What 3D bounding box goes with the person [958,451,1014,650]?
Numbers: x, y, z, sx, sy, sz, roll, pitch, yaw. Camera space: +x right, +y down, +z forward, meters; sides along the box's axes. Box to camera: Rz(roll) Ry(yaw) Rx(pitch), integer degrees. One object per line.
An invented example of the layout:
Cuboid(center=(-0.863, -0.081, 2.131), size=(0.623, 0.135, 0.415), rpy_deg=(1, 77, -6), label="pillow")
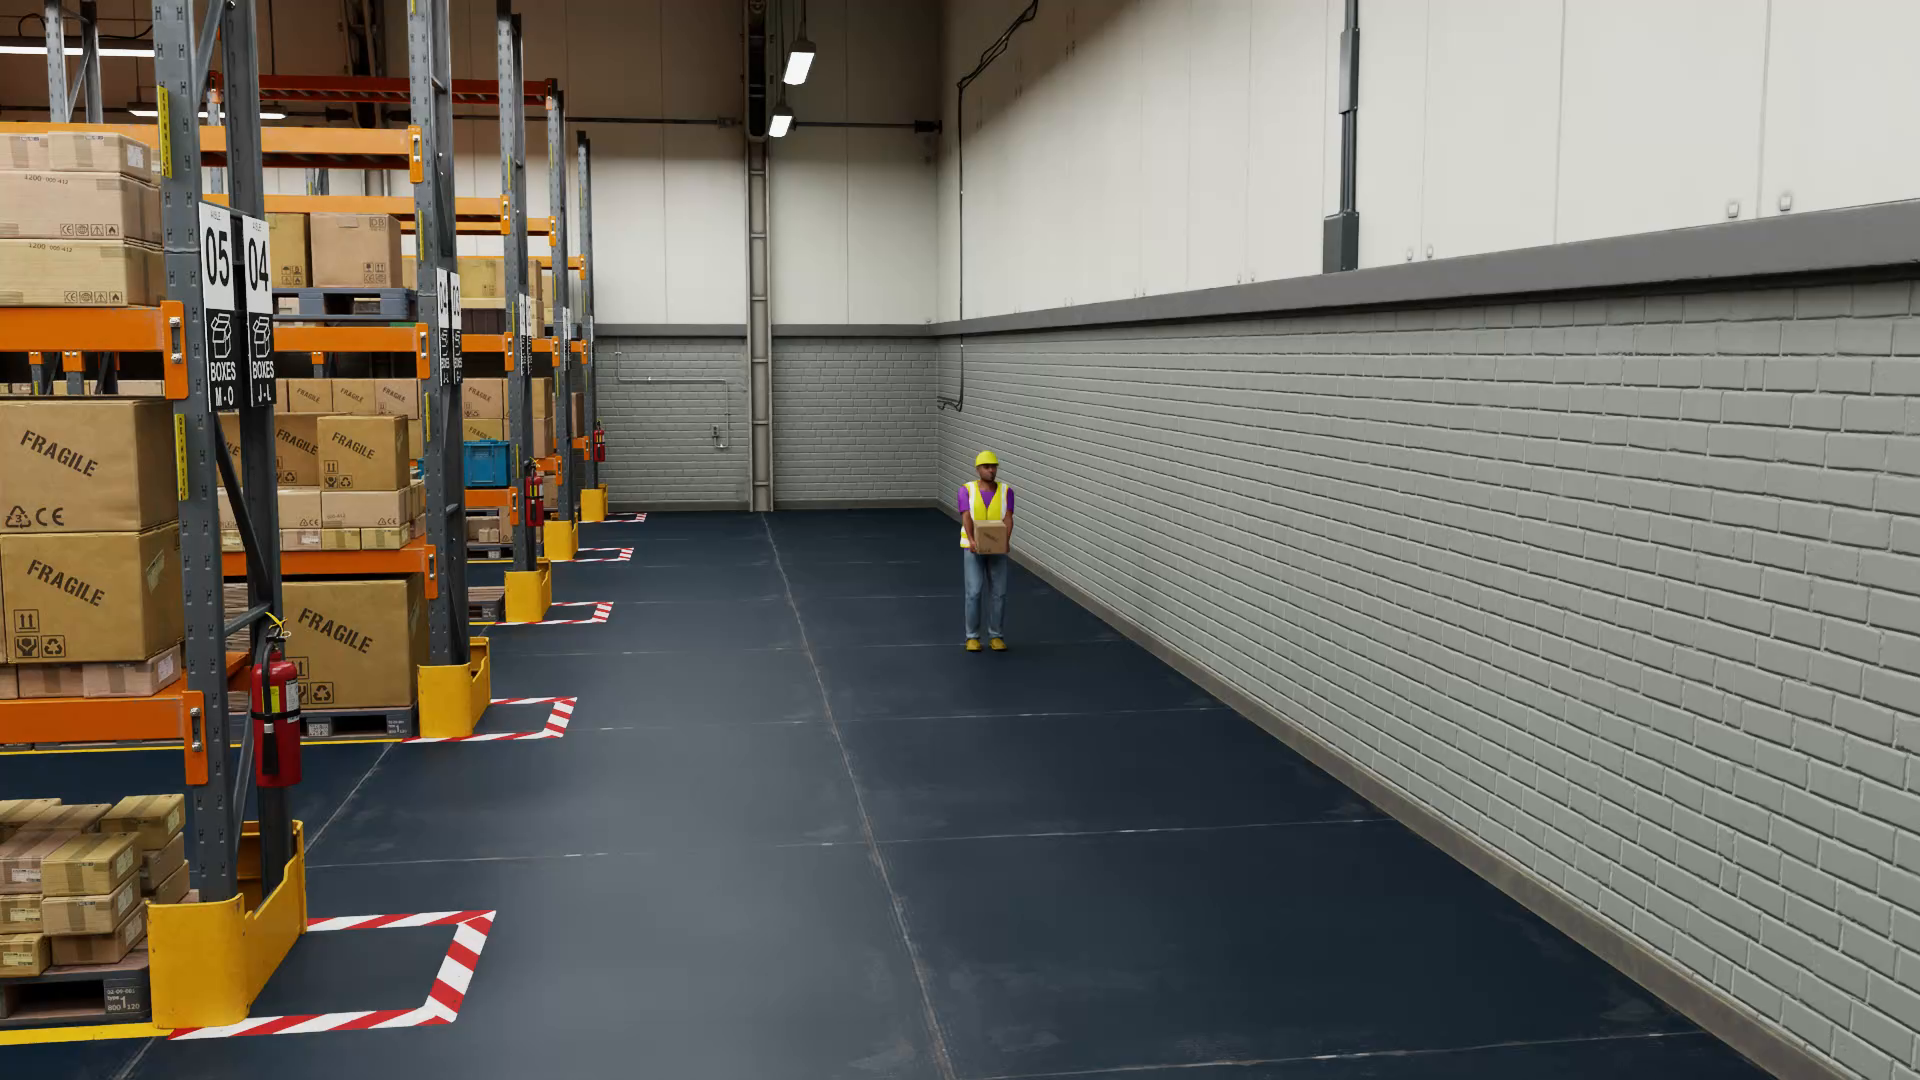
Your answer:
Cuboid(center=(0.250, 0.099, 14.745), size=(0.504, 1.761, 0.569), rpy_deg=(-1, 7, -8), label="person")
